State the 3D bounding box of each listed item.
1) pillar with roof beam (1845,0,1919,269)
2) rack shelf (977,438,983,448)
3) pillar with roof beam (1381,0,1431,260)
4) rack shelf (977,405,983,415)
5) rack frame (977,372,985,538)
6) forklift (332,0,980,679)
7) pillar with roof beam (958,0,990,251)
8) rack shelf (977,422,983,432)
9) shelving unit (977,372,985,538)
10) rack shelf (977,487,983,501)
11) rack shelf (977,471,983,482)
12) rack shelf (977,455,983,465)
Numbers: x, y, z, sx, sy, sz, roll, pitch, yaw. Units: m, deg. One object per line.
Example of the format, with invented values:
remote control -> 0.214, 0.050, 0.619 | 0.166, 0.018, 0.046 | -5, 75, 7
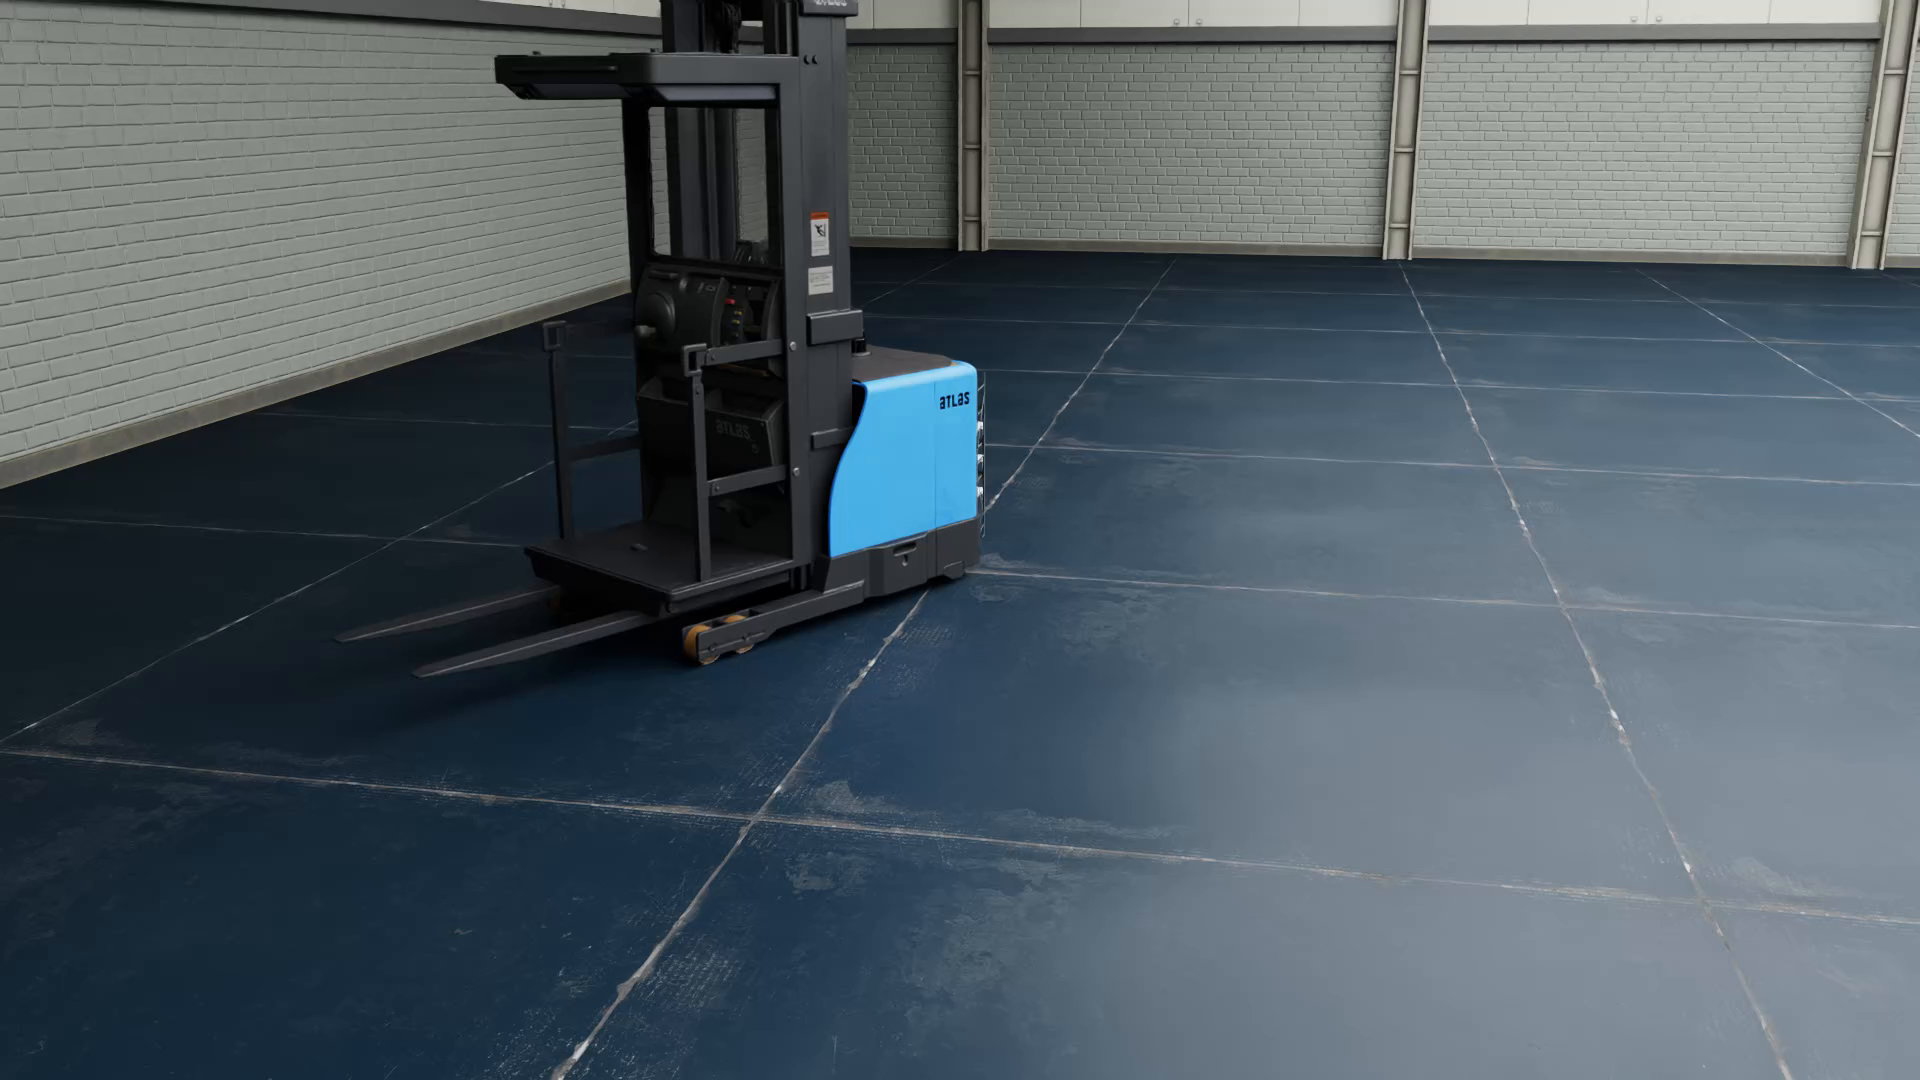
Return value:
pillar with roof beam -> 11.096, -6.810, 16.720 | 0.400, 9.000, 9.100 | 3, 16, 11
rack shelf -> 0.008, -0.488, 8.855 | 0.200, 0.077, 0.258 | 3, 16, 11
pillar with roof beam -> 5.216, -7.129, 17.872 | 0.400, 9.000, 9.100 | 3, 16, 11
rack shelf -> 0.008, -0.661, 8.807 | 0.200, 0.077, 0.258 | 3, 16, 11
rack frame -> 0.108, -0.428, 8.851 | 0.006, 0.900, 0.240 | 3, 16, 11
forklift -> -1.269, -1.036, 7.242 | 1.130, 2.935, 3.031 | 14, 21, 41
pillar with roof beam -> -0.663, -7.448, 19.024 | 0.400, 9.000, 9.100 | 3, 16, 11
rack shelf -> 0.008, -0.575, 8.831 | 0.200, 0.077, 0.258 | 3, 16, 11
shelving unit -> 0.008, -0.433, 8.870 | 0.210, 0.900, 0.258 | 3, 16, 11
rack shelf -> 0.008, -0.228, 8.927 | 0.200, 0.077, 0.258 | 3, 16, 11
rack shelf -> 0.008, -0.314, 8.903 | 0.200, 0.077, 0.258 | 3, 16, 11
rack shelf -> 0.008, -0.401, 8.879 | 0.200, 0.077, 0.258 | 3, 16, 11
